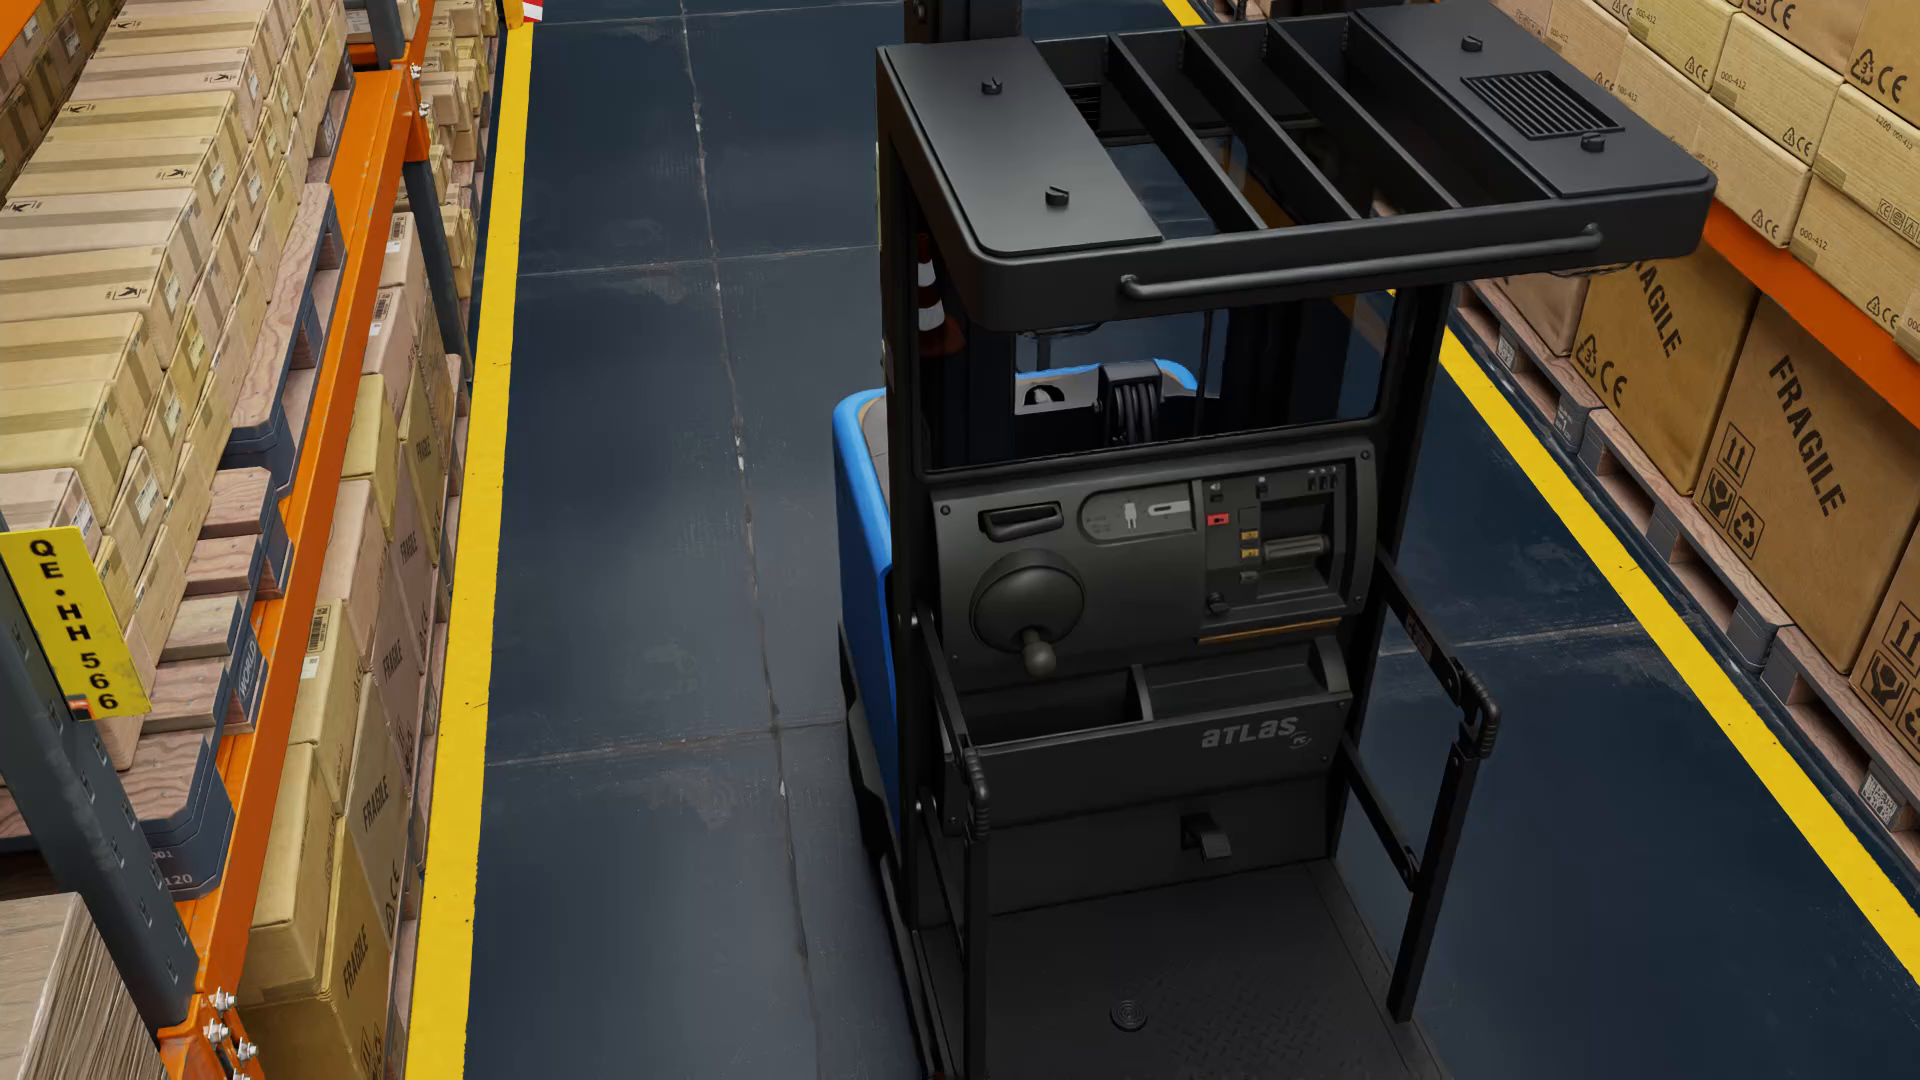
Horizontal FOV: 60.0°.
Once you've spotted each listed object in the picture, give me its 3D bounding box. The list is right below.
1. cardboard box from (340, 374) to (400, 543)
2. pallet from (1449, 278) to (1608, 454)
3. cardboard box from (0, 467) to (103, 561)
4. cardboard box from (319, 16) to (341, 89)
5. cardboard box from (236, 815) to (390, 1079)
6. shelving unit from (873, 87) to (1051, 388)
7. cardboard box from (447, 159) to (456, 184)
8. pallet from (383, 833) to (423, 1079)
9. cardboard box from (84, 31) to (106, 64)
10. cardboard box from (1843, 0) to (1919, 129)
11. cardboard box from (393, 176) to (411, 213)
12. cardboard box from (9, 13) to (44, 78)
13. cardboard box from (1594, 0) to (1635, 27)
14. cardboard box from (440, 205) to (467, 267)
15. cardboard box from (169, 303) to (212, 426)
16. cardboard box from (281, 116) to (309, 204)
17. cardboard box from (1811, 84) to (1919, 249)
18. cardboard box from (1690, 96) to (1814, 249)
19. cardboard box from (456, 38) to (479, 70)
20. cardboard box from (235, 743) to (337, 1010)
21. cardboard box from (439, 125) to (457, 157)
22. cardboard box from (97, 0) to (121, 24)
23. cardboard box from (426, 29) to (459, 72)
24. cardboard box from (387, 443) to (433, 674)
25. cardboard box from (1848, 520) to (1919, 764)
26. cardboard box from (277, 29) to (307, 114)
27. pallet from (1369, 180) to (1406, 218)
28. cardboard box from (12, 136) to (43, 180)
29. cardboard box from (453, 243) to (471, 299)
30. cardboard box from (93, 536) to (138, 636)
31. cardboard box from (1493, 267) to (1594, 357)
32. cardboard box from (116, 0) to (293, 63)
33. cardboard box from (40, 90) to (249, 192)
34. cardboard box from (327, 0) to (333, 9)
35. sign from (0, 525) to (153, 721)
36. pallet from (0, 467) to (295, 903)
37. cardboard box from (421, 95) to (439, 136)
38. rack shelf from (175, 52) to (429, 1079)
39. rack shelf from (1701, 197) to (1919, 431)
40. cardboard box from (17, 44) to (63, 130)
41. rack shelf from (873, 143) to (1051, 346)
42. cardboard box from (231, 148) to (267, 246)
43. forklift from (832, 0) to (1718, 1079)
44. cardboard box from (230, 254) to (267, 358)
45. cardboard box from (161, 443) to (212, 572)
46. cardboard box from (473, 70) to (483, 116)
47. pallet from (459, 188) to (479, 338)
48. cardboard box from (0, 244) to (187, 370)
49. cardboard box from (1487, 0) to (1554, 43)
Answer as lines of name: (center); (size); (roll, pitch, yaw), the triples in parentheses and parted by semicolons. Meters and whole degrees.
cardboard box: (-1.858, -0.203, 4.651); (0.500, 0.250, 0.500); (-8, 39, -10)
pallet: (2.644, -0.815, 6.627); (1.003, 0.211, 1.213); (-6, 38, -8)
cardboard box: (-1.611, 0.031, 2.643); (0.380, 0.149, 0.250); (-6, 38, -8)
cardboard box: (-2.110, -1.472, 5.062); (0.380, 0.149, 0.250); (-6, 38, -8)
cardboard box: (-1.593, 1.002, 3.711); (0.500, 0.500, 0.500); (-8, 39, -10)
shelving unit: (0.001, -0.588, 5.285); (0.431, 1.500, 0.755); (-6, 38, -8)
cardboard box: (-2.404, -1.529, 7.254); (0.380, 0.149, 0.250); (-7, 38, -9)
pallet: (-1.855, 1.264, 3.951); (1.003, 0.211, 1.213); (-6, 38, -8)
cardboard box: (-2.751, -1.393, 4.961); (0.380, 0.149, 0.250); (-6, 38, -7)
cardboard box: (2.609, -1.286, 4.064); (0.500, 0.500, 0.500); (-6, 38, -8)
cardboard box: (-2.278, -1.286, 6.457); (0.380, 0.149, 0.250); (-5, 38, -6)
cardboard box: (-2.666, -1.321, 4.383); (0.380, 0.149, 0.250); (-7, 38, -9)
cardboard box: (2.353, -1.904, 5.471); (0.500, 0.250, 0.500); (-6, 38, -7)
cardboard box: (-2.170, -1.192, 6.578); (0.380, 0.149, 0.250); (-5, 38, -6)
cardboard box: (-1.751, -0.339, 3.362); (0.380, 0.149, 0.250); (-6, 38, -8)
cardboard box: (-1.971, -1.002, 4.458); (0.380, 0.149, 0.250); (-8, 39, -10)
cardboard box: (2.597, -0.978, 4.279); (0.500, 0.250, 0.500); (-7, 38, -9)
cardboard box: (2.497, -1.094, 4.836); (0.500, 0.250, 0.500); (-7, 38, -9)
cardboard box: (-2.526, -2.284, 7.984); (0.380, 0.149, 0.250); (-4, 38, -6)
cardboard box: (-1.602, 0.718, 3.465); (0.500, 0.250, 0.500); (-8, 39, -10)
cardboard box: (-2.450, -1.810, 7.374); (0.380, 0.149, 0.250); (-5, 38, -6)
cardboard box: (-2.805, -1.677, 5.084); (0.380, 0.149, 0.250); (-6, 38, -7)
cardboard box: (-2.526, -2.233, 7.676); (0.380, 0.149, 0.250); (-6, 38, -8)
cardboard box: (-1.868, 0.081, 4.896); (0.500, 0.500, 0.500); (-7, 38, -9)
cardboard box: (3.096, 0.289, 4.323); (0.875, 0.875, 0.875); (-7, 38, -8)
cardboard box: (-2.017, -1.272, 4.562); (0.380, 0.149, 0.250); (-7, 38, -9)
pallet: (2.378, -1.741, 7.819); (1.003, 0.211, 1.213); (-6, 38, -8)
cardboard box: (-2.623, -0.936, 4.373); (0.380, 0.149, 0.250); (-8, 39, -10)
cardboard box: (-2.169, -1.075, 6.671); (0.380, 0.149, 0.250); (-8, 39, -10)
cardboard box: (-1.607, 0.138, 2.748); (0.380, 0.149, 0.250); (-5, 38, -6)
cardboard box: (2.622, -1.335, 6.413); (0.875, 0.875, 0.875); (-5, 38, -7)
cardboard box: (-2.021, -1.384, 4.464); (0.380, 0.149, 0.250); (-6, 38, -8)
cardboard box: (-1.882, -0.911, 3.855); (0.380, 0.149, 0.250); (-7, 38, -9)
cardboard box: (-2.157, -1.746, 5.172); (0.380, 0.149, 0.250); (-5, 38, -7)
sign: (-1.174, 0.116, 2.212); (0.100, 0.325, 0.005); (-6, 38, -8)
pallet: (-1.950, 0.292, 3.086); (1.213, 0.211, 1.003); (-6, 38, -8)
cardboard box: (-2.429, -1.761, 7.069); (0.380, 0.149, 0.250); (-7, 38, -9)
rack shelf: (-2.071, -0.289, 4.263); (1.077, 0.370, 4.000); (-6, 38, -8)
rack shelf: (2.785, -0.882, 5.027); (1.077, 0.370, 4.000); (-6, 38, -8)
cardboard box: (-2.666, -1.208, 4.480); (0.380, 0.149, 0.250); (-8, 39, -10)
rack shelf: (0.001, -0.896, 5.045); (0.431, 0.370, 0.720); (-6, 38, -8)
cardboard box: (-1.885, -0.803, 3.958); (0.380, 0.149, 0.250); (-5, 38, -6)
forklift: (0.455, 0.108, 3.222); (1.130, 2.935, 3.031); (-8, 39, -10)
cardboard box: (-1.834, -0.524, 3.842); (0.380, 0.149, 0.250); (-6, 38, -7)
cardboard box: (-1.694, -0.048, 3.230); (0.380, 0.149, 0.250); (-4, 38, -6)
cardboard box: (-2.528, -2.166, 8.074); (0.380, 0.149, 0.250); (-6, 38, -7)
pallet: (-2.574, -1.081, 6.970); (1.003, 0.211, 1.213); (-6, 38, -8)
cardboard box: (-1.744, -0.437, 3.245); (0.380, 0.149, 0.250); (-8, 39, -10)
cardboard box: (2.252, -2.021, 6.029); (0.500, 0.250, 0.500); (-7, 38, -9)
